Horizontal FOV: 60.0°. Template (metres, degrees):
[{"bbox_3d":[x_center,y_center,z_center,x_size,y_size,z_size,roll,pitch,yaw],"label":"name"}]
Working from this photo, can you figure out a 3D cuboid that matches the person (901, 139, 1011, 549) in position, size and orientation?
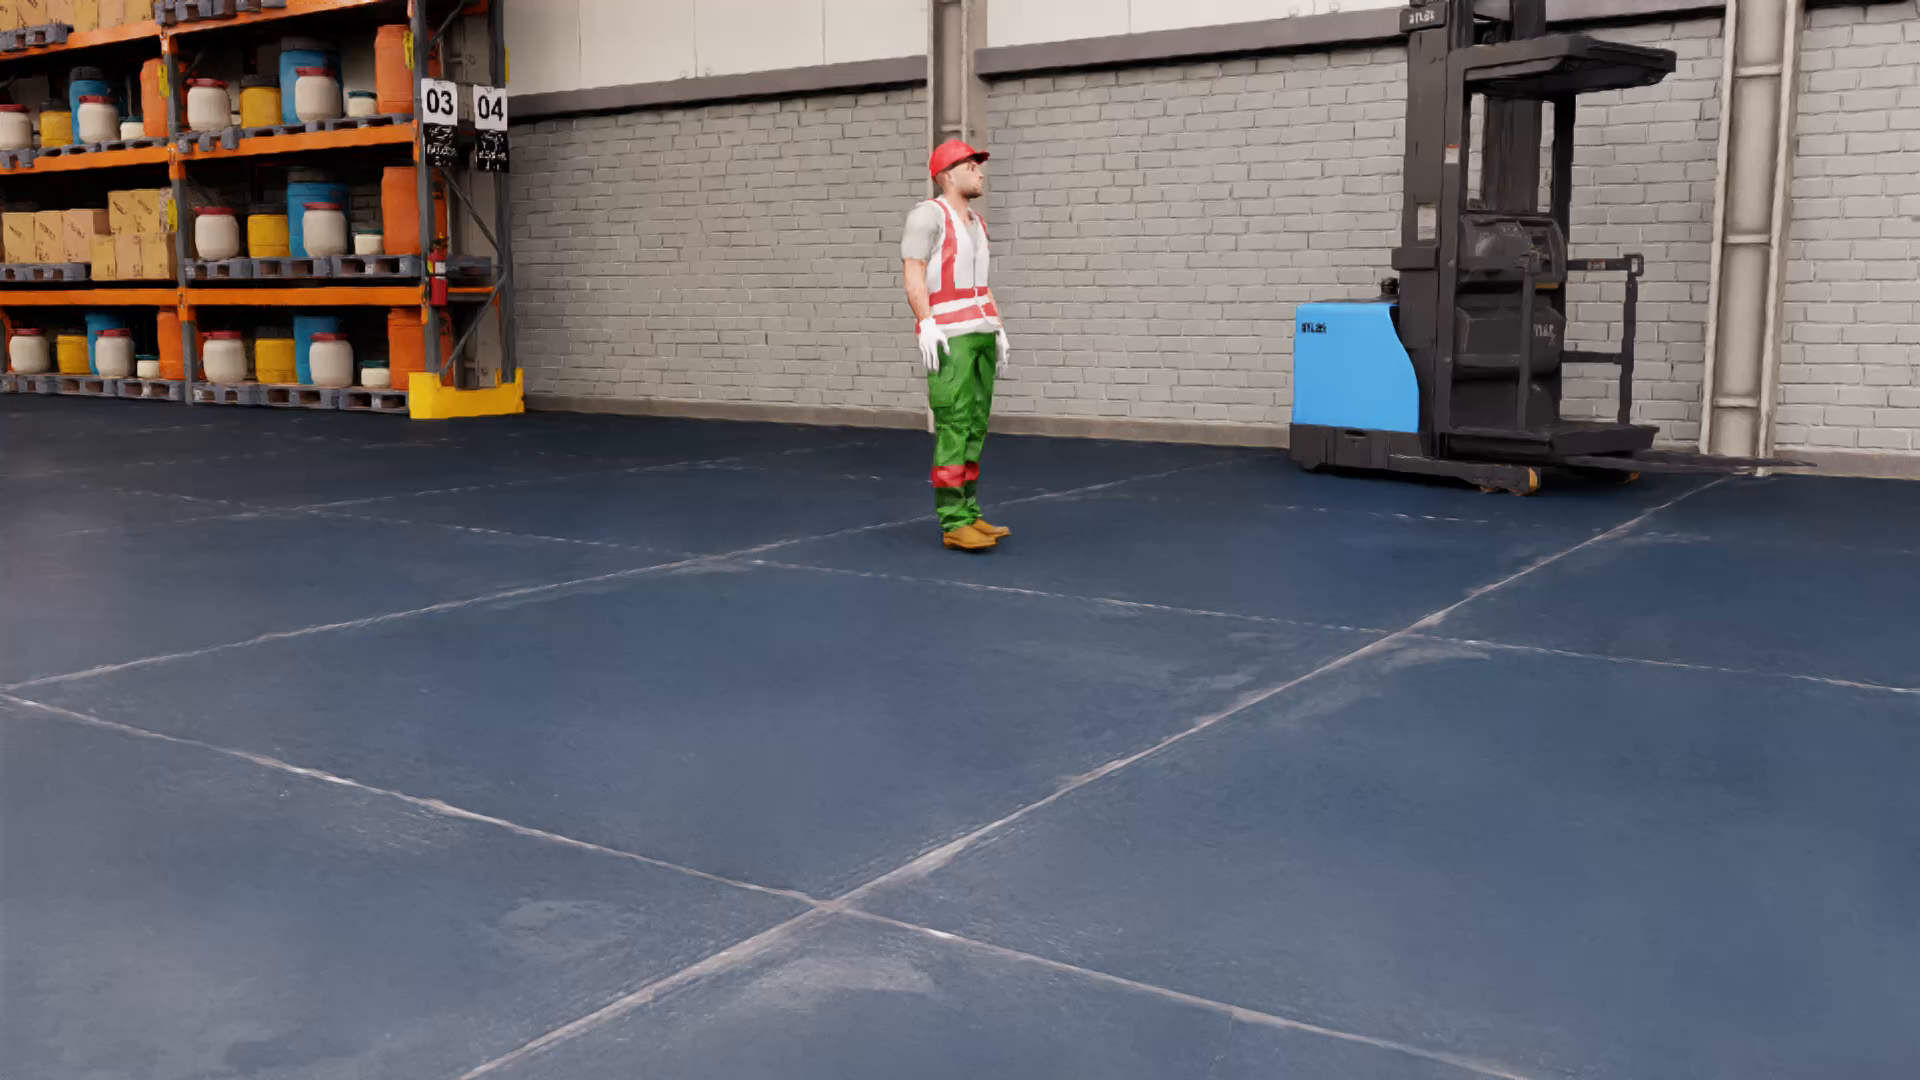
[{"bbox_3d":[0.061,-0.885,7.423,0.563,1.787,0.637,5,10,34],"label":"person"}]

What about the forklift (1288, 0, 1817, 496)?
[{"bbox_3d":[3.400,-1.776,9.680,1.130,2.935,3.031,-6,10,-36],"label":"forklift"}]
